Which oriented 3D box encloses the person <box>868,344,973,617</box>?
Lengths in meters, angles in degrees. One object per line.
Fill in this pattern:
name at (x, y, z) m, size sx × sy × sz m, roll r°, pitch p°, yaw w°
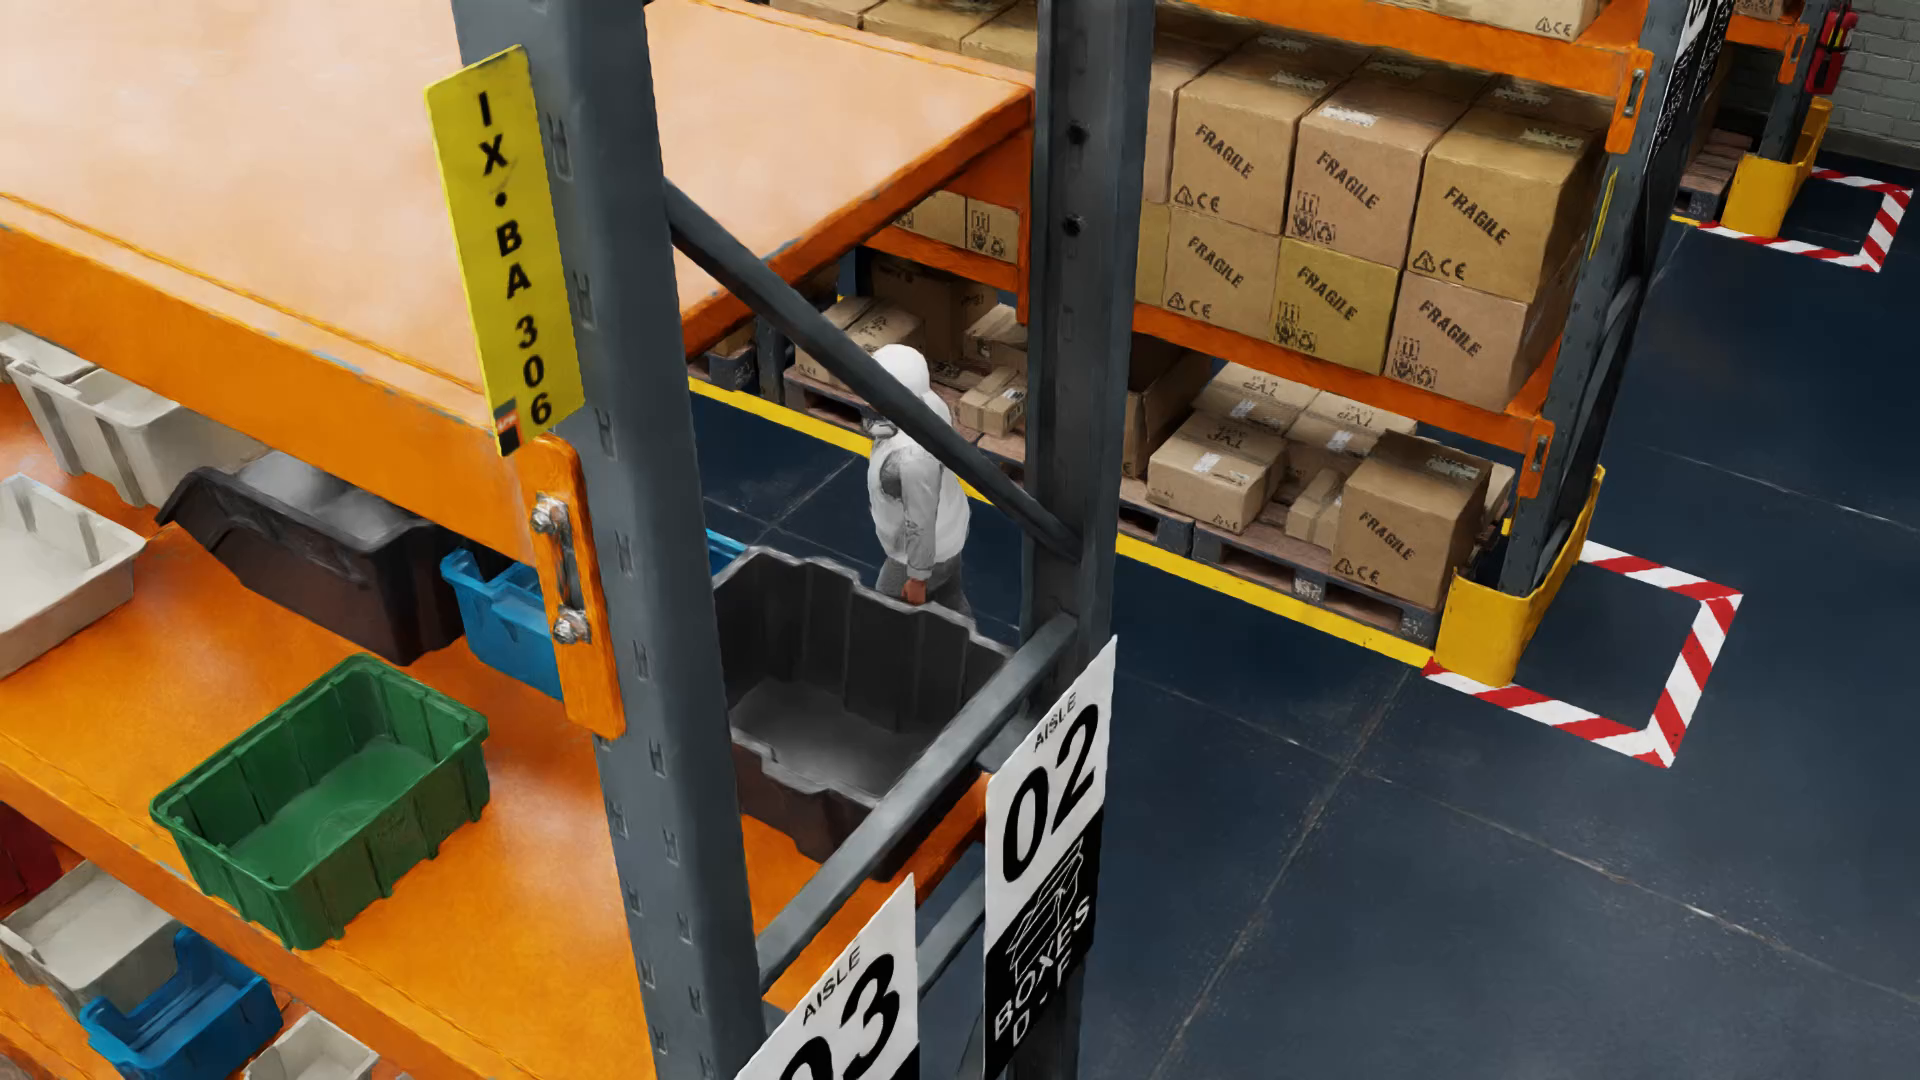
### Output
person at (-0.167, -0.010, 6.644) m, size 0.494 × 1.756 × 0.666 m, roll 6°, pitch 39°, yaw 7°
